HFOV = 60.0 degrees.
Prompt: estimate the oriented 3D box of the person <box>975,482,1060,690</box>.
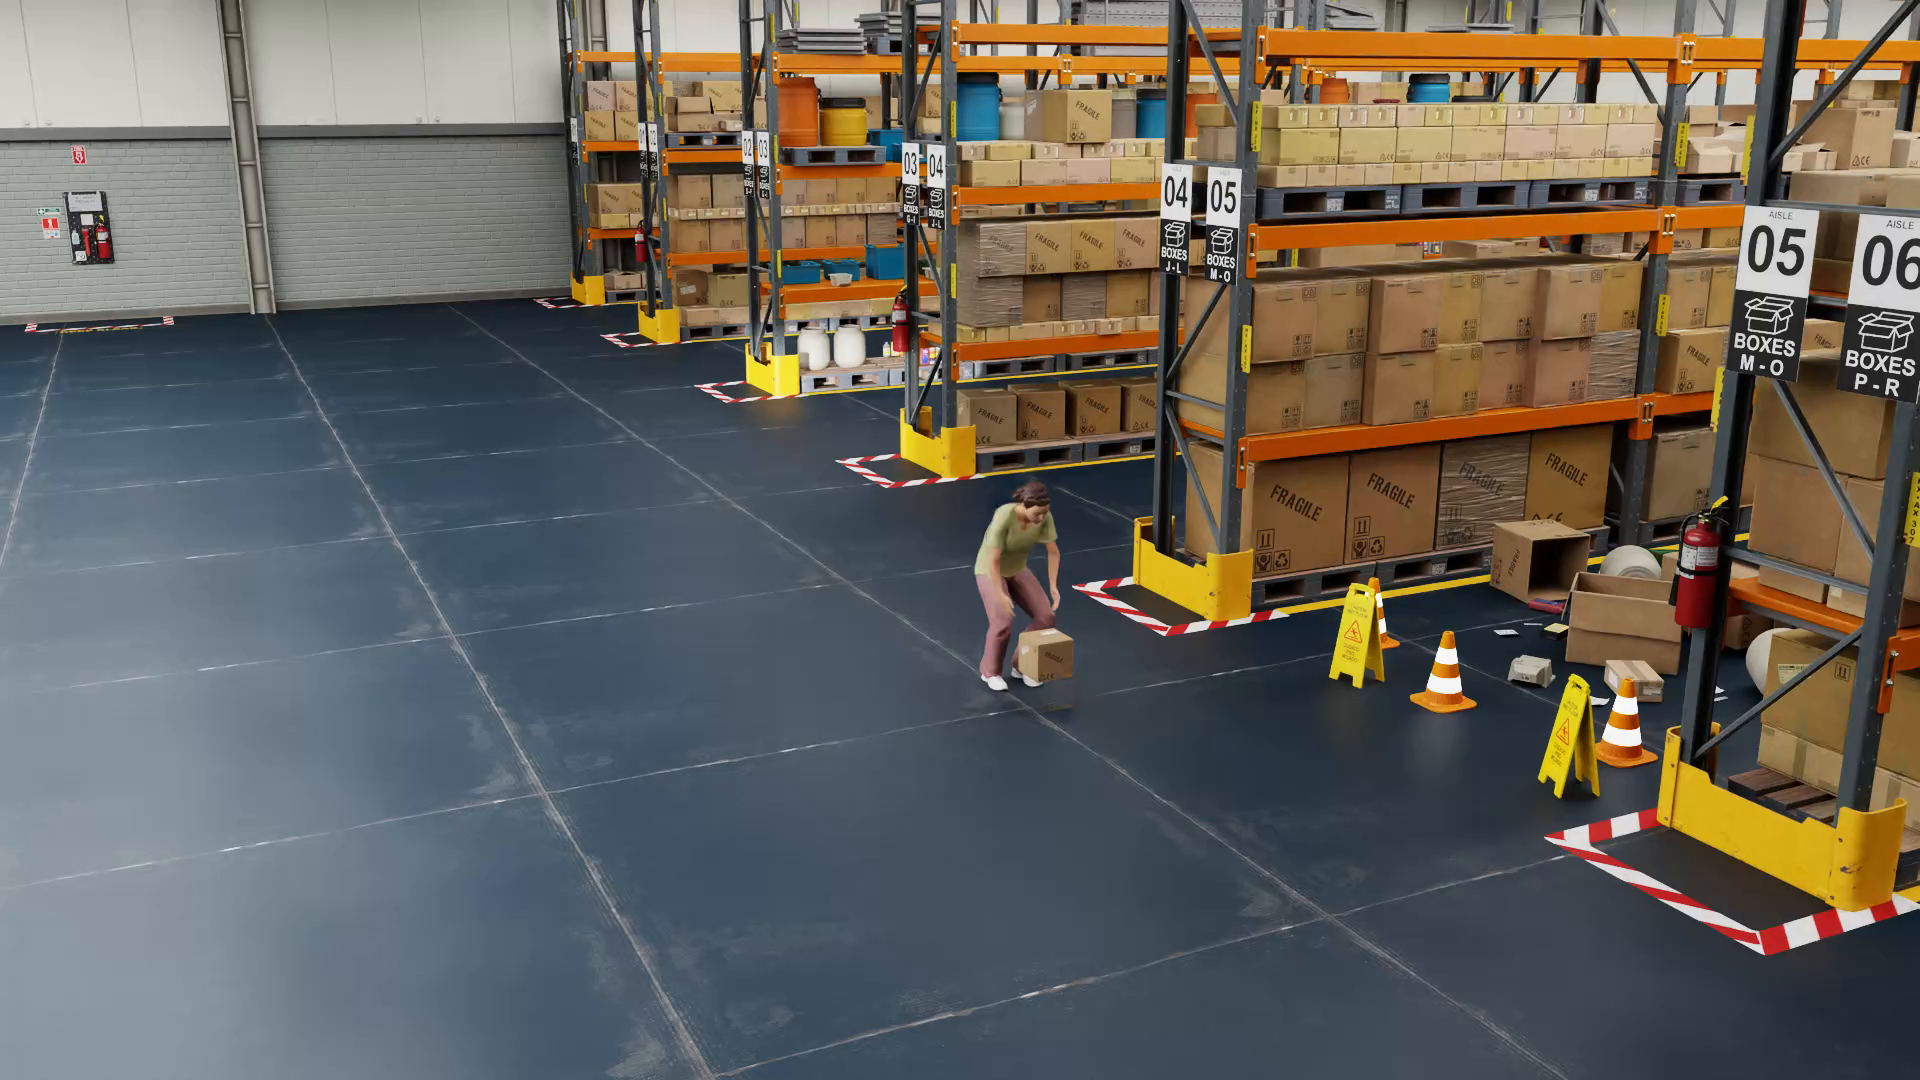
[{"bbox_3d":[0.377,0.264,10.611,0.510,1.390,0.633,-7,17,-25],"label":"person"}]
